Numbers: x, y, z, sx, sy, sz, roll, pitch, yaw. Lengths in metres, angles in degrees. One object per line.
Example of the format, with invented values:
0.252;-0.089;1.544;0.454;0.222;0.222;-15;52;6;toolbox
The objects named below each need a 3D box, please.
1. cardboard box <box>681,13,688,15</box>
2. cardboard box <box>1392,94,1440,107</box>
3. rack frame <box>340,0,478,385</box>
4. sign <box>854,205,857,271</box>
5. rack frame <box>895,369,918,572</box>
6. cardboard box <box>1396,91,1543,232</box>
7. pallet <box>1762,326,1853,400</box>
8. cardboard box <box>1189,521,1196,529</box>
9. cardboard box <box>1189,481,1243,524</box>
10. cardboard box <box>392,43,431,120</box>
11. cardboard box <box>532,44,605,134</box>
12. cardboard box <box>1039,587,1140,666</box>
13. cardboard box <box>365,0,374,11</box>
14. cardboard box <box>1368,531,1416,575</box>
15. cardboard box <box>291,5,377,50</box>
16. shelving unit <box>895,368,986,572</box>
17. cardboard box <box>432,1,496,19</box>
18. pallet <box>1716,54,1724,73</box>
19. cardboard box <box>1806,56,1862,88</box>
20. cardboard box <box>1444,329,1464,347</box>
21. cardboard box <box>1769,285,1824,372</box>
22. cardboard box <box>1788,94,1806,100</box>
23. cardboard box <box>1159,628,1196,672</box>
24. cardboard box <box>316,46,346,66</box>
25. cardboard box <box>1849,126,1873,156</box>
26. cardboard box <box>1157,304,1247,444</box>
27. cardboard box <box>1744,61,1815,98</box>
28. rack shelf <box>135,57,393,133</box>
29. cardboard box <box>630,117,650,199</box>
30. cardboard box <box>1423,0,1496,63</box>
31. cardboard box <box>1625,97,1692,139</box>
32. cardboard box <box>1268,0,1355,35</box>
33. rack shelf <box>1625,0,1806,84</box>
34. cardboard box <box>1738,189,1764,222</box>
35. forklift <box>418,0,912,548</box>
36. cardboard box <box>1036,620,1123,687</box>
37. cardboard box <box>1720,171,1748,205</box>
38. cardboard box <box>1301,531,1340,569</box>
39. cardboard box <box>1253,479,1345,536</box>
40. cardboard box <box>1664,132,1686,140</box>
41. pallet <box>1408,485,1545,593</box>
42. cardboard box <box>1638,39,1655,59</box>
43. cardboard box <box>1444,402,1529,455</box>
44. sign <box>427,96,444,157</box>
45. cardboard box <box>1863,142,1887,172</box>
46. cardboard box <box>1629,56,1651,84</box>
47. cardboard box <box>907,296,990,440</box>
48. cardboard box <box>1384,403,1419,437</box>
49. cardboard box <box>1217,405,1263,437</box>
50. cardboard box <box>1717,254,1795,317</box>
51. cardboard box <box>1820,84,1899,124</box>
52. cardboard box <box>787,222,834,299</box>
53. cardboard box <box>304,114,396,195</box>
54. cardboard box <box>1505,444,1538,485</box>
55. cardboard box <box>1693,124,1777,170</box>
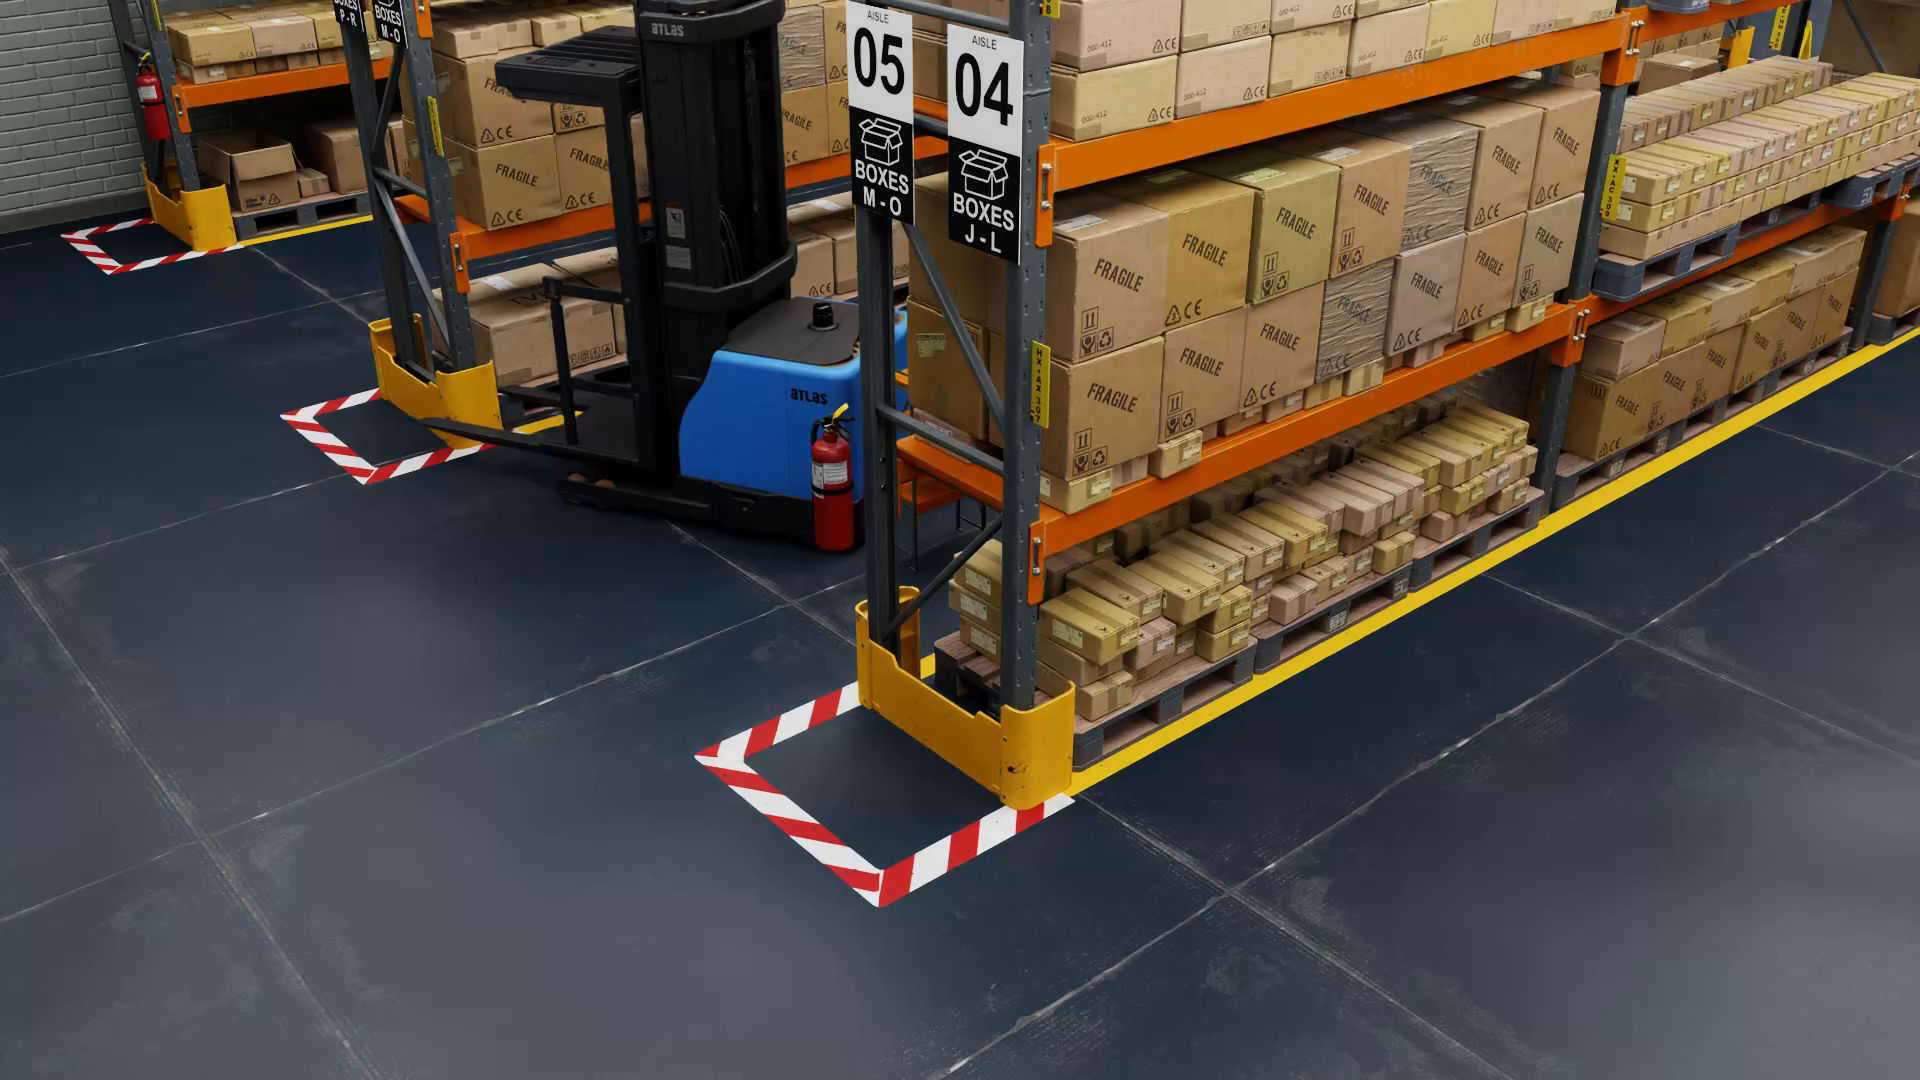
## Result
-1.897;-3.311;10.408;0.250;0.149;0.380;-22;35;-34;cardboard box
2.103;-2.020;8.365;0.500;0.500;0.500;-23;36;-36;cardboard box
-3.343;-2.139;10.070;0.127;3.000;1.000;-22;35;-35;rack frame
-0.399;-1.250;6.843;0.005;0.325;0.100;-22;35;-35;sign
-0.312;-0.404;8.733;0.015;1.200;0.240;-22;35;-35;rack frame
2.417;-1.834;8.017;0.500;0.500;0.500;-23;36;-36;cardboard box
5.437;-1.374;11.597;1.213;0.211;1.003;-22;35;-35;pallet
1.149;-0.112;8.541;0.250;0.149;0.380;-20;34;-33;cardboard box
1.206;-0.218;8.424;0.250;0.149;0.380;-23;36;-36;cardboard box
-3.131;-2.857;10.246;0.500;0.500;0.500;-21;34;-33;cardboard box
-2.405;-2.829;10.195;0.500;0.500;0.500;-23;36;-36;cardboard box
0.565;0.376;7.311;0.250;0.149;0.380;-24;36;-37;cardboard box
-4.907;-4.814;14.124;0.500;0.500;0.500;-21;35;-34;cardboard box
2.125;0.012;8.623;0.250;0.149;0.380;-22;35;-35;cardboard box
-5.281;-4.335;14.023;0.500;0.250;0.500;-23;36;-36;cardboard box
-0.126;-0.479;8.872;0.503;1.200;0.258;-22;35;-35;shelving unit
-3.023;-3.178;10.159;0.250;0.149;0.380;-21;35;-34;cardboard box
8.130;-5.544;19.401;1.213;0.211;1.003;-22;35;-35;pallet
6.201;-3.120;11.800;0.500;0.500;0.500;-22;35;-35;cardboard box
2.316;-1.104;8.400;0.250;0.149;0.380;-23;36;-36;cardboard box
5.304;-1.472;11.029;0.500;0.500;0.500;-20;34;-33;cardboard box
5.329;-2.888;10.977;0.250;0.149;0.380;-20;34;-33;cardboard box
0.883;0.444;7.816;0.250;0.149;0.380;-21;35;-34;cardboard box
-5.368;-4.135;14.071;0.250;0.149;0.380;-21;35;-34;cardboard box
5.361;-2.493;10.238;0.250;0.149;0.380;-22;35;-35;cardboard box
0.858;-0.781;7.108;0.500;0.500;0.500;-22;35;-35;cardboard box
5.352;-3.024;10.916;0.250;0.149;0.380;-23;36;-36;cardboard box
-5.046;-4.212;14.712;4.000;0.370;1.077;-22;35;-35;rack shelf
-2.026;-2.541;10.716;0.500;0.500;0.500;-22;35;-35;cardboard box
2.018;-2.324;7.393;0.500;0.250;0.500;-22;35;-35;cardboard box
4.160;-2.546;10.022;0.250;0.149;0.380;-24;36;-37;cardboard box
1.237;-2.224;6.674;0.500;0.250;0.500;-21;35;-34;cardboard box
4.511;-3.236;9.703;4.000;0.370;1.077;-22;35;-35;rack shelf
4.372;-1.965;9.565;0.250;0.149;0.380;-24;36;-37;cardboard box
-1.779;-1.688;9.299;3.031;2.935;1.130;11;30;20;forklift
0.512;0.478;7.437;0.250;0.149;0.380;-20;34;-33;cardboard box
4.177;-2.019;9.350;0.250;0.149;0.380;-24;36;-37;cardboard box
1.683;-0.024;8.376;0.250;0.149;0.380;-20;34;-33;cardboard box
1.683;-0.144;8.286;0.250;0.149;0.380;-22;35;-35;cardboard box
4.164;-2.421;10.103;0.250;0.149;0.380;-22;35;-35;cardboard box
2.501;-0.171;9.345;1.213;0.211;1.003;-22;35;-35;pallet
7.205;-5.523;18.078;0.500;0.500;0.500;-20;34;-32;cardboard box
2.888;-0.607;9.150;0.250;0.149;0.380;-21;34;-34;cardboard box
-2.988;-2.355;9.471;0.005;0.325;0.100;-22;35;-35;sign
5.570;-2.447;10.467;0.250;0.149;0.380;-21;35;-34;cardboard box
7.210;-5.197;18.263;0.500;0.250;0.500;-22;35;-36;cardboard box
0.121;-0.800;7.143;0.500;0.500;0.500;-21;35;-34;cardboard box
2.345;-0.715;9.353;0.250;0.149;0.380;-20;34;-33;cardboard box
1.142;-0.624;7.502;0.250;0.149;0.380;-22;35;-35;cardboard box
4.908;-1.644;10.555;0.500;0.250;0.500;-21;35;-34;cardboard box
5.565;-2.708;10.325;0.250;0.149;0.380;-21;34;-33;cardboard box
-1.528;-1.990;12.064;0.875;0.438;0.875;-23;36;-36;cardboard box
-5.366;-3.401;14.638;0.500;0.500;0.700;-20;34;-33;cardboard box
2.956;-0.467;9.205;0.250;0.149;0.380;-21;35;-34;cardboard box
4.378;-2.230;9.430;0.250;0.149;0.380;-22;35;-35;cardboard box
